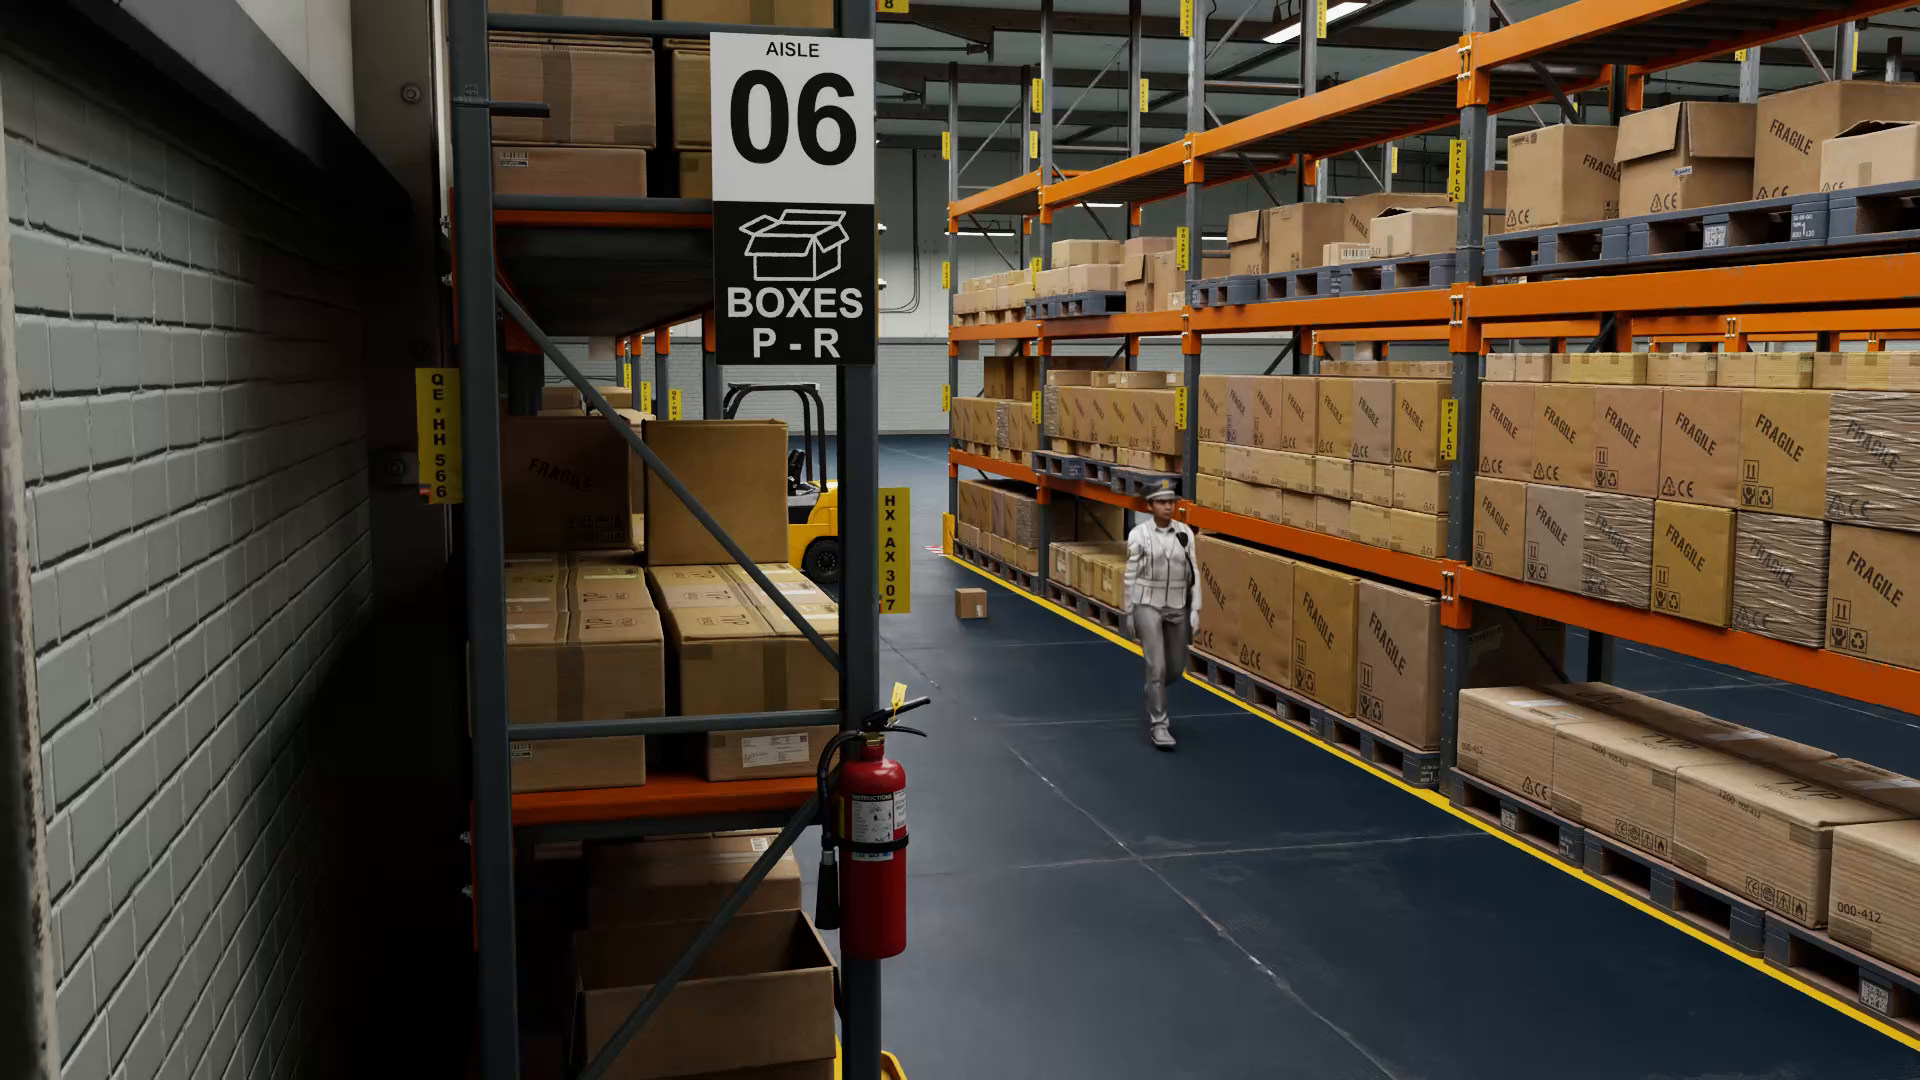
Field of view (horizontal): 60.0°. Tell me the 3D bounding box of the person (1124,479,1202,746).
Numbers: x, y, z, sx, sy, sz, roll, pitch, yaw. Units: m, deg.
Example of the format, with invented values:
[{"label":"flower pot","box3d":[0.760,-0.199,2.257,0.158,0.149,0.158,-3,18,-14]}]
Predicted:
[{"label":"person","box3d":[1.287,0.424,10.597,0.487,1.651,0.819,-1,6,-13]}]
